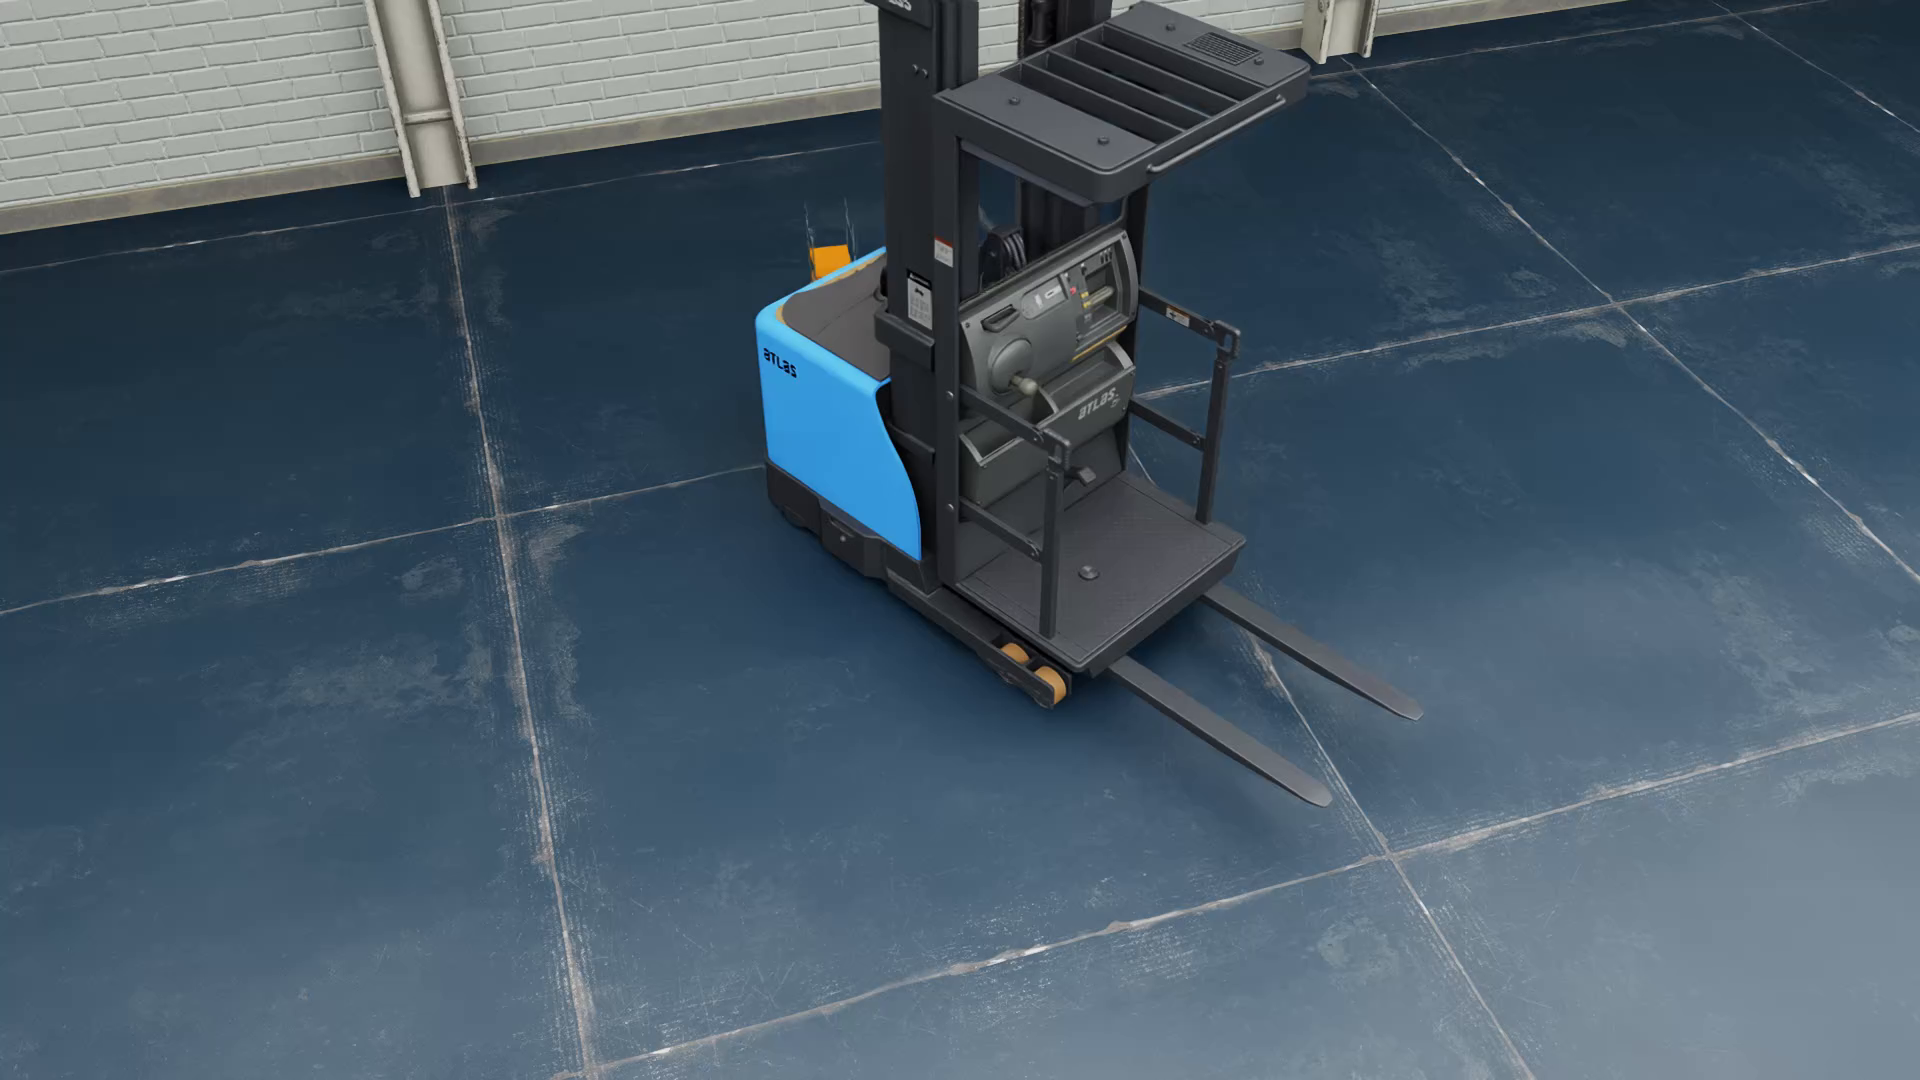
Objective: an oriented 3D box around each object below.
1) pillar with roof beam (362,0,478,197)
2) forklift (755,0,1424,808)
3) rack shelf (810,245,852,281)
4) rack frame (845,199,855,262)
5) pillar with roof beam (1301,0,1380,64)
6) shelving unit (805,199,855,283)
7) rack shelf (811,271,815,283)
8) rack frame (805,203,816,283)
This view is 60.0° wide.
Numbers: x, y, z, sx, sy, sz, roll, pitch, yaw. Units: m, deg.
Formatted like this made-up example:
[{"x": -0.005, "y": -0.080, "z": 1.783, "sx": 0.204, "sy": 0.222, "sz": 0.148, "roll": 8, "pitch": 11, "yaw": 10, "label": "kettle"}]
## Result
[{"x": -1.850, "y": -2.872, "z": 4.047, "sx": 0.400, "sy": 9.000, "sz": 9.100, "roll": -12, "pitch": 42, "yaw": -13, "label": "pillar with roof beam"}, {"x": 0.507, "y": -0.807, "z": 6.296, "sx": 3.031, "sy": 2.935, "sz": 1.130, "roll": 33, "pitch": 51, "yaw": 32, "label": "forklift"}, {"x": -0.586, "y": -1.246, "z": 7.632, "sx": 0.180, "sy": 0.103, "sz": 0.258, "roll": -8, "pitch": 42, "yaw": -8, "label": "rack shelf"}, {"x": -0.495, "y": -1.021, "z": 7.854, "sx": 0.006, "sy": 1.200, "sz": 0.240, "roll": -8, "pitch": 42, "yaw": -8, "label": "rack frame"}, {"x": 3.873, "y": -4.058, "z": 5.405, "sx": 0.400, "sy": 9.000, "sz": 9.100, "roll": -12, "pitch": 42, "yaw": -13, "label": "pillar with roof beam"}, {"x": -0.585, "y": -1.009, "z": 7.841, "sx": 0.189, "sy": 1.200, "sz": 0.258, "roll": -8, "pitch": 42, "yaw": -8, "label": "shelving unit"}, {"x": -0.586, "y": -1.156, "z": 7.711, "sx": 0.180, "sy": 0.103, "sz": 0.258, "roll": -8, "pitch": 42, "yaw": -8, "label": "rack shelf"}, {"x": -0.675, "y": -0.997, "z": 7.828, "sx": 0.006, "sy": 1.200, "sz": 0.240, "roll": -8, "pitch": 42, "yaw": -8, "label": "rack frame"}]
